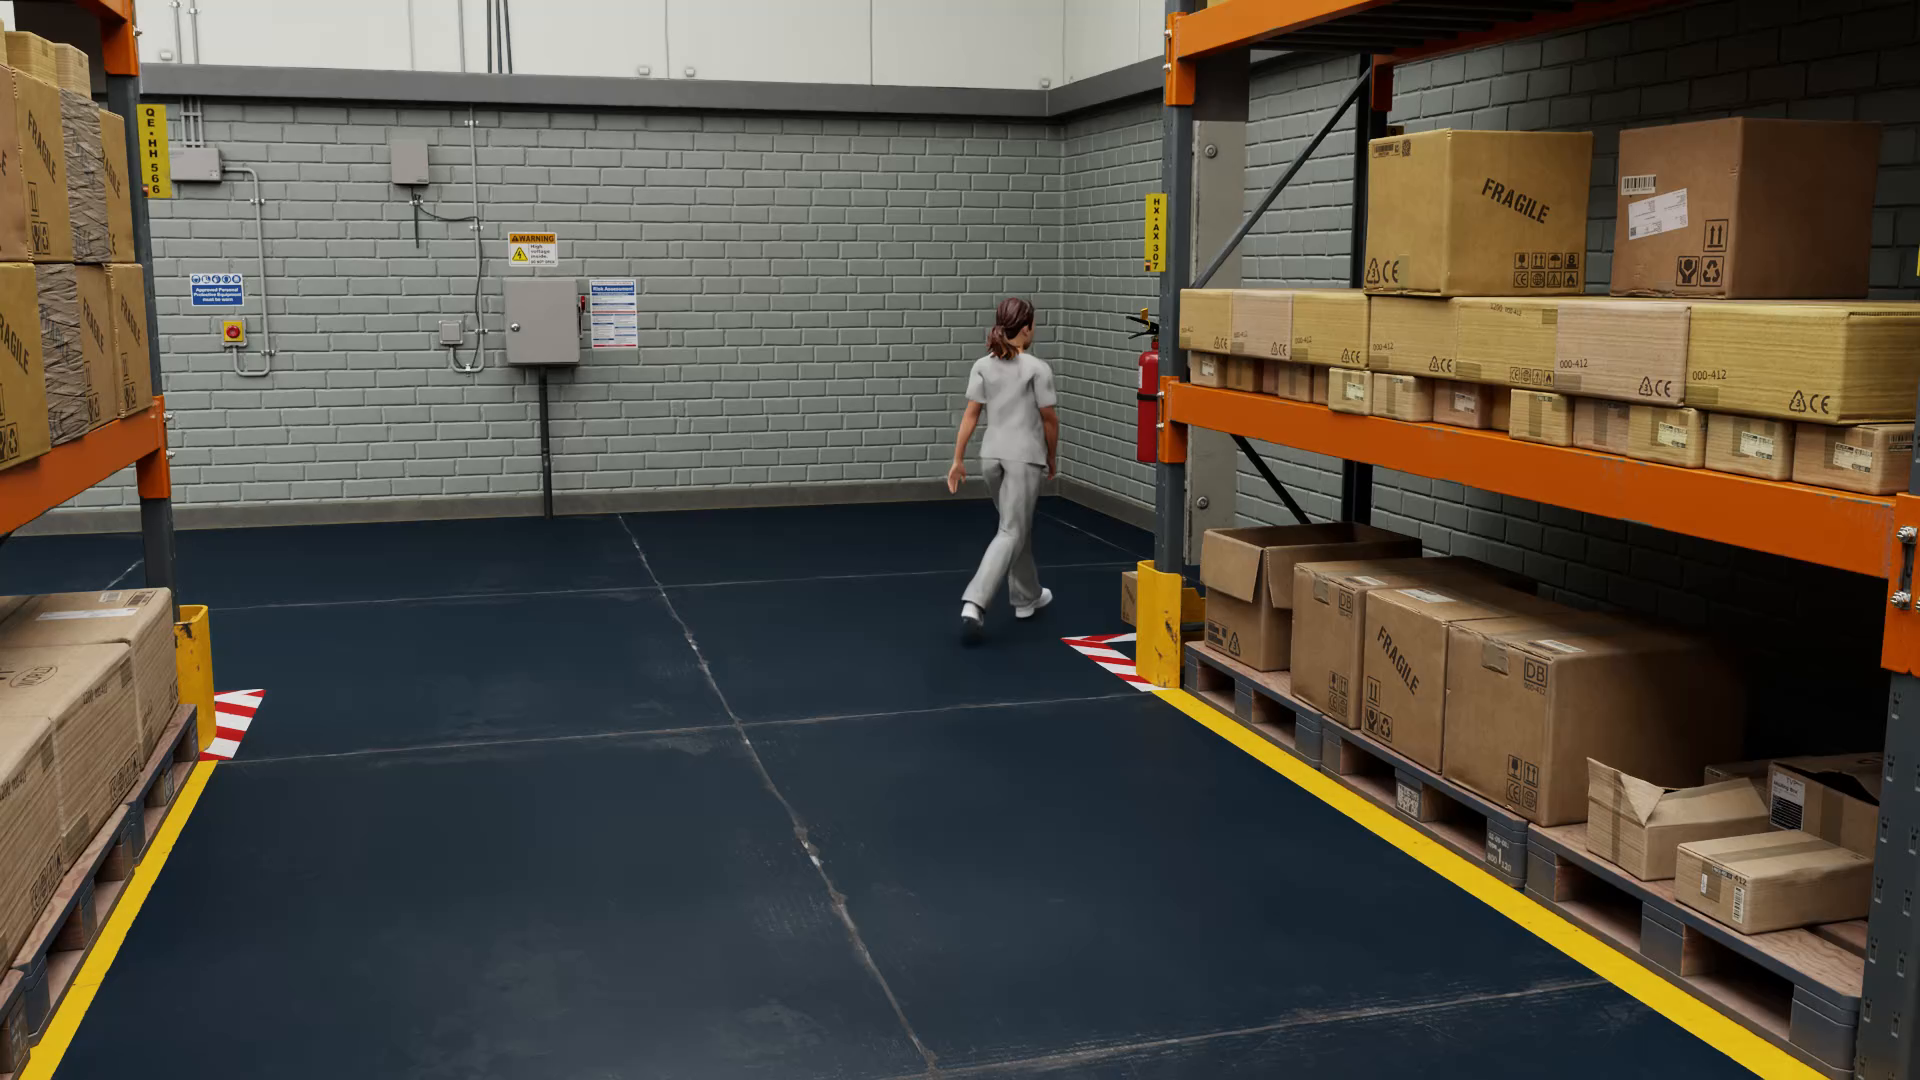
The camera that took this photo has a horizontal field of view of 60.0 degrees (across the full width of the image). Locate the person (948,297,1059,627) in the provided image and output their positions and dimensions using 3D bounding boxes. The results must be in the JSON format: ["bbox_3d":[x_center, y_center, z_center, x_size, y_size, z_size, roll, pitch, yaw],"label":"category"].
[{"bbox_3d":[0.255,-0.377,8.232,0.506,1.634,0.940,7,12,36],"label":"person"}]
